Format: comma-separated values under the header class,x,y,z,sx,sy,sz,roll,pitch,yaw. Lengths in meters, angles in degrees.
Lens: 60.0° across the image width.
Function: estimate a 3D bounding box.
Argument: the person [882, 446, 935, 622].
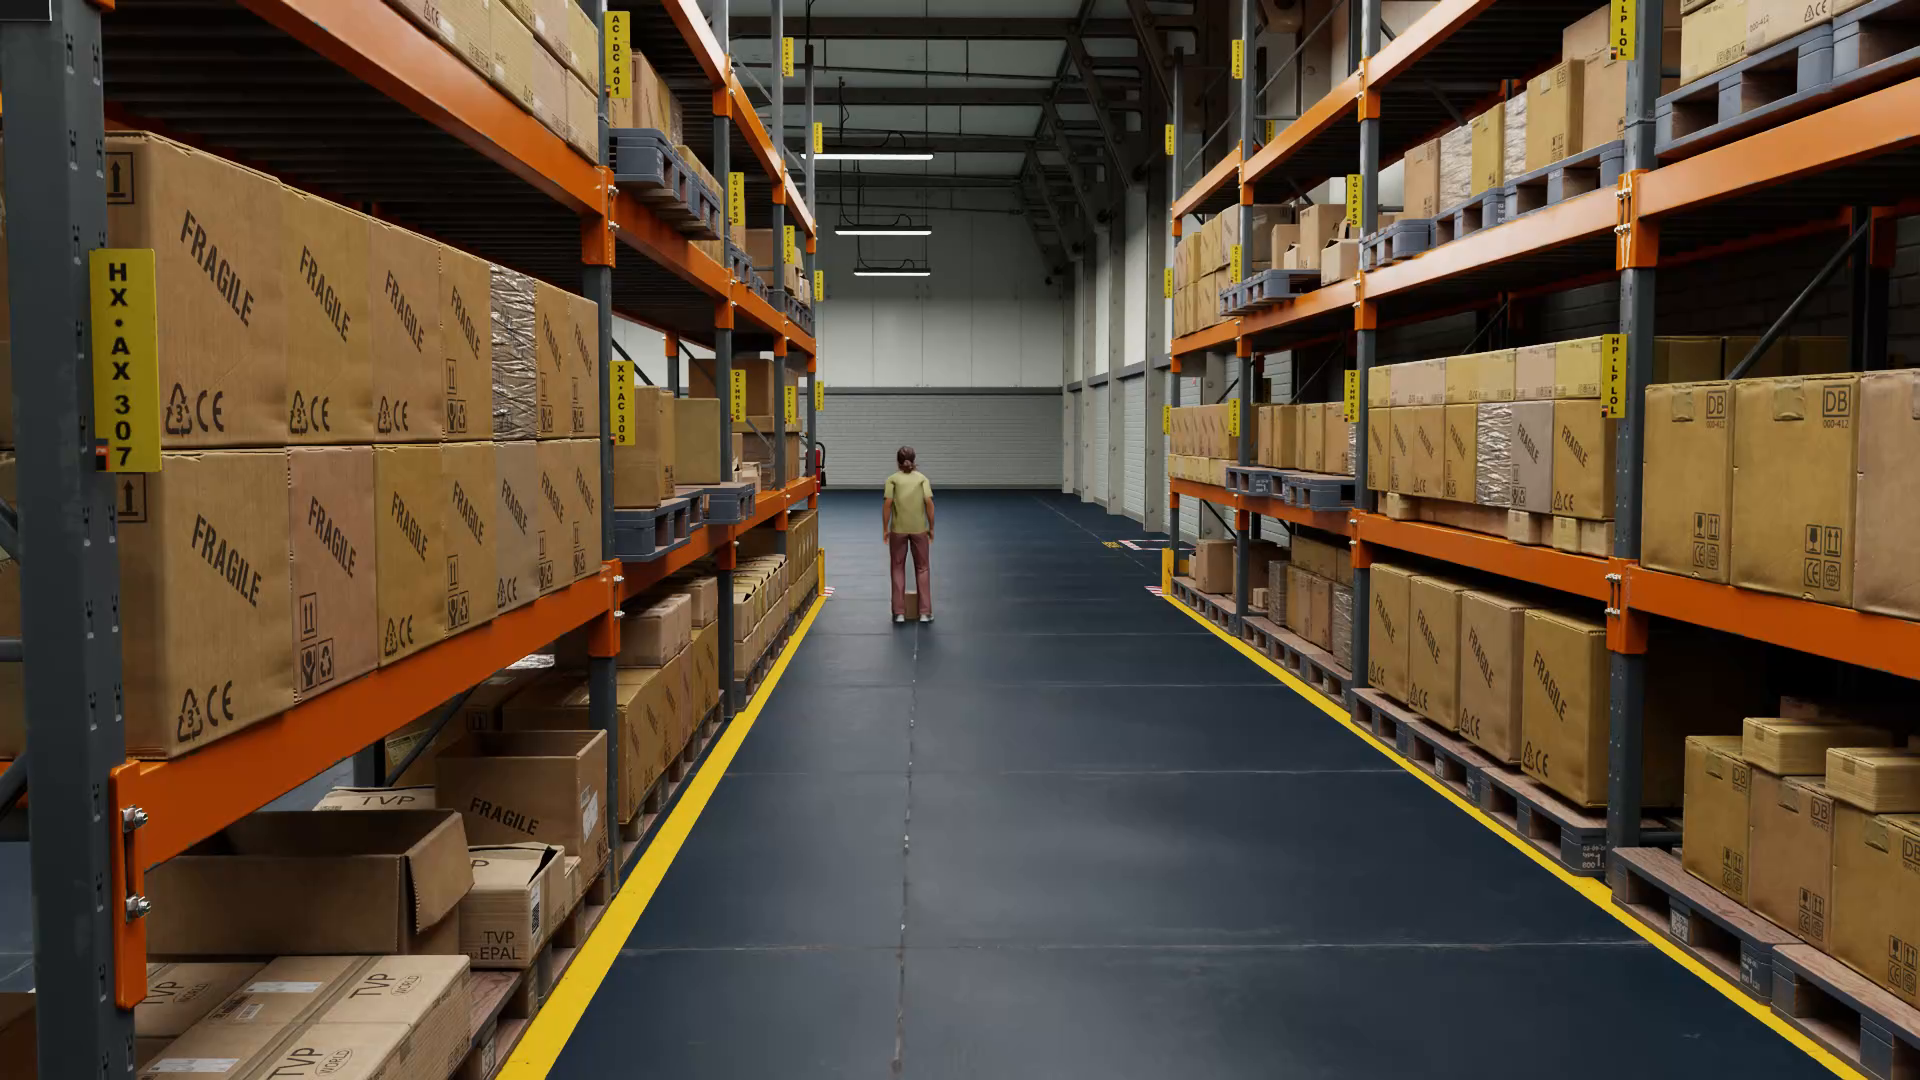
class,x,y,z,sx,sy,sz,roll,pitch,yaw
person,-0.491,-0.059,15.841,0.503,1.671,0.361,0,4,-4
